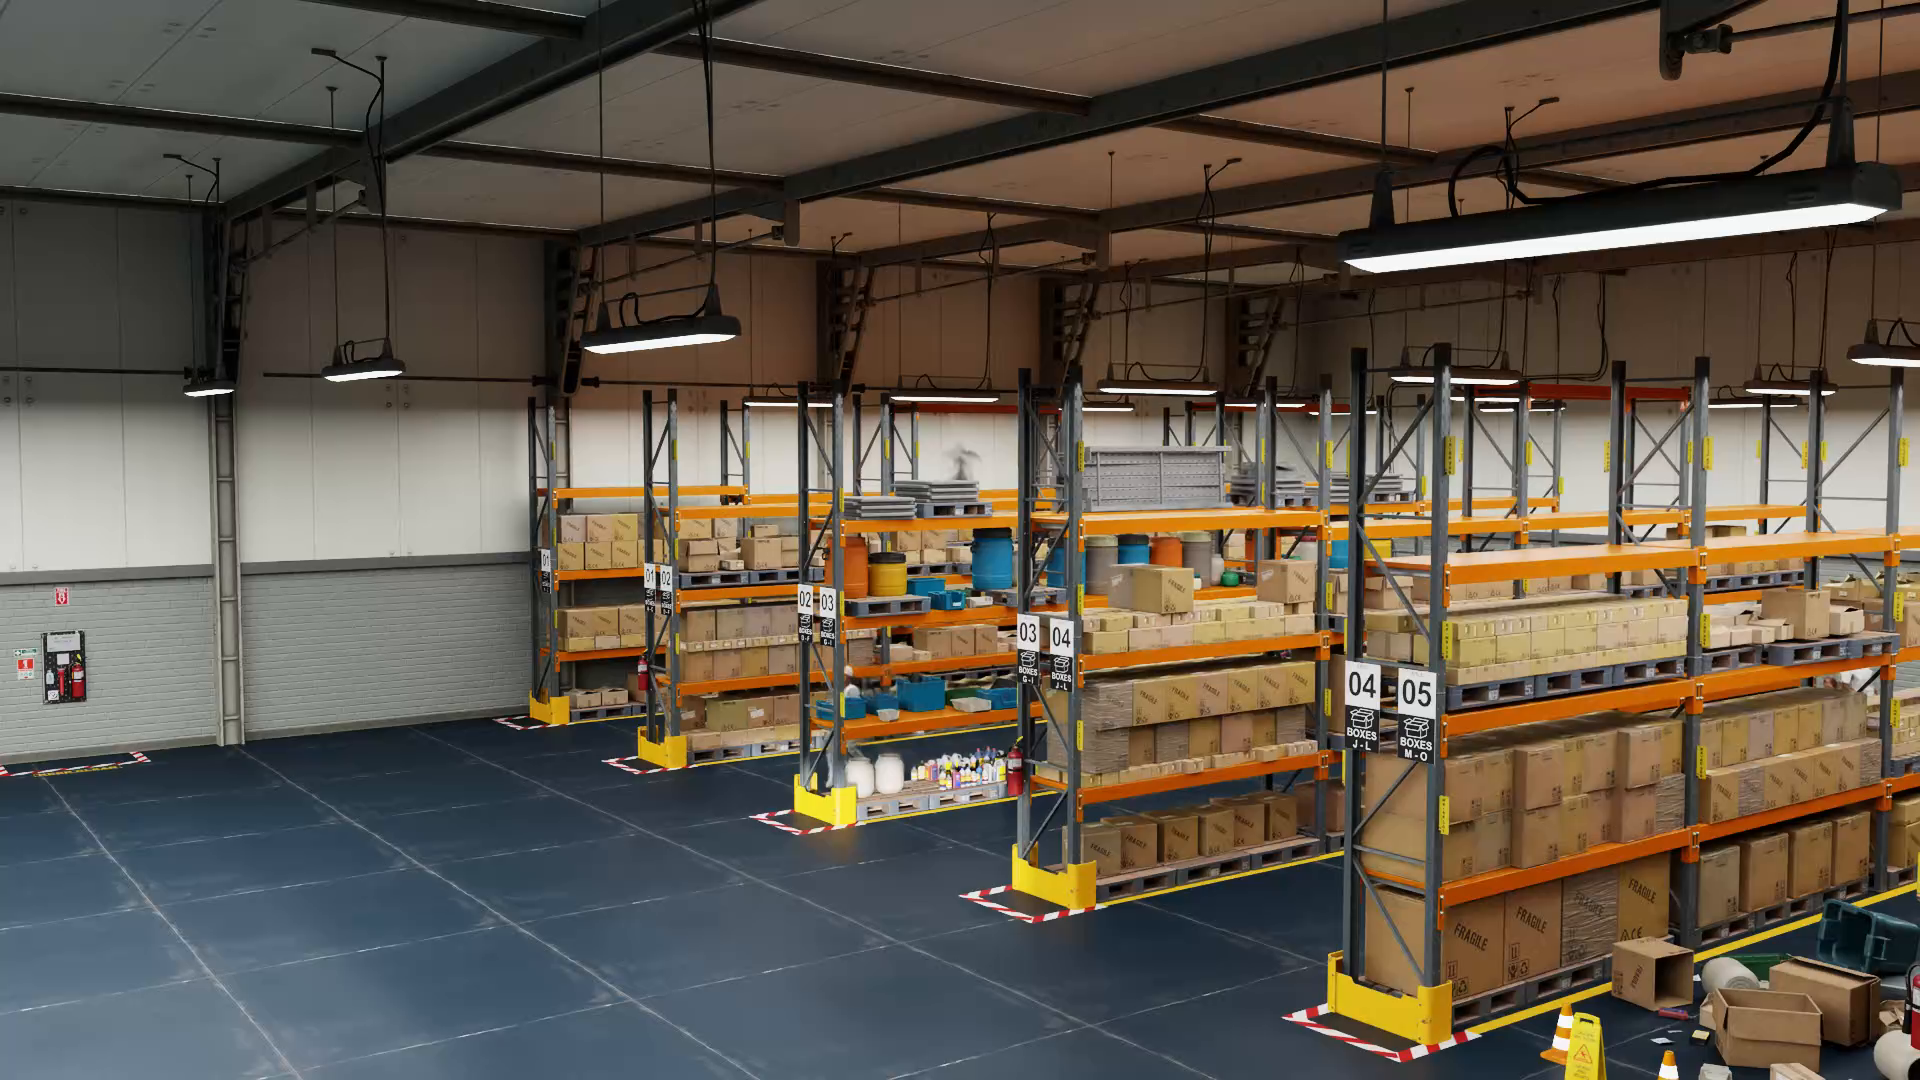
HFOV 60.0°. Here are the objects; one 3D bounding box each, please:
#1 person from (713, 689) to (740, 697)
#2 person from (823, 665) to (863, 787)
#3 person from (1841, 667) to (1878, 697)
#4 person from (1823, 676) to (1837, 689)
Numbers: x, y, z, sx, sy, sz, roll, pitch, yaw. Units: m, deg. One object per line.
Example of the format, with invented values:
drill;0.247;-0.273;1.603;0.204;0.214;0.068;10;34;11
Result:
person;-4.173;2.500;29.677;0.708;1.754;1.007;3;5;42
person;-1.744;2.799;24.960;0.768;1.843;0.657;-3;5;-42
person;15.166;2.651;27.958;0.712;1.709;0.567;0;3;-7
person;13.306;2.868;25.496;0.524;1.558;0.537;3;5;45
